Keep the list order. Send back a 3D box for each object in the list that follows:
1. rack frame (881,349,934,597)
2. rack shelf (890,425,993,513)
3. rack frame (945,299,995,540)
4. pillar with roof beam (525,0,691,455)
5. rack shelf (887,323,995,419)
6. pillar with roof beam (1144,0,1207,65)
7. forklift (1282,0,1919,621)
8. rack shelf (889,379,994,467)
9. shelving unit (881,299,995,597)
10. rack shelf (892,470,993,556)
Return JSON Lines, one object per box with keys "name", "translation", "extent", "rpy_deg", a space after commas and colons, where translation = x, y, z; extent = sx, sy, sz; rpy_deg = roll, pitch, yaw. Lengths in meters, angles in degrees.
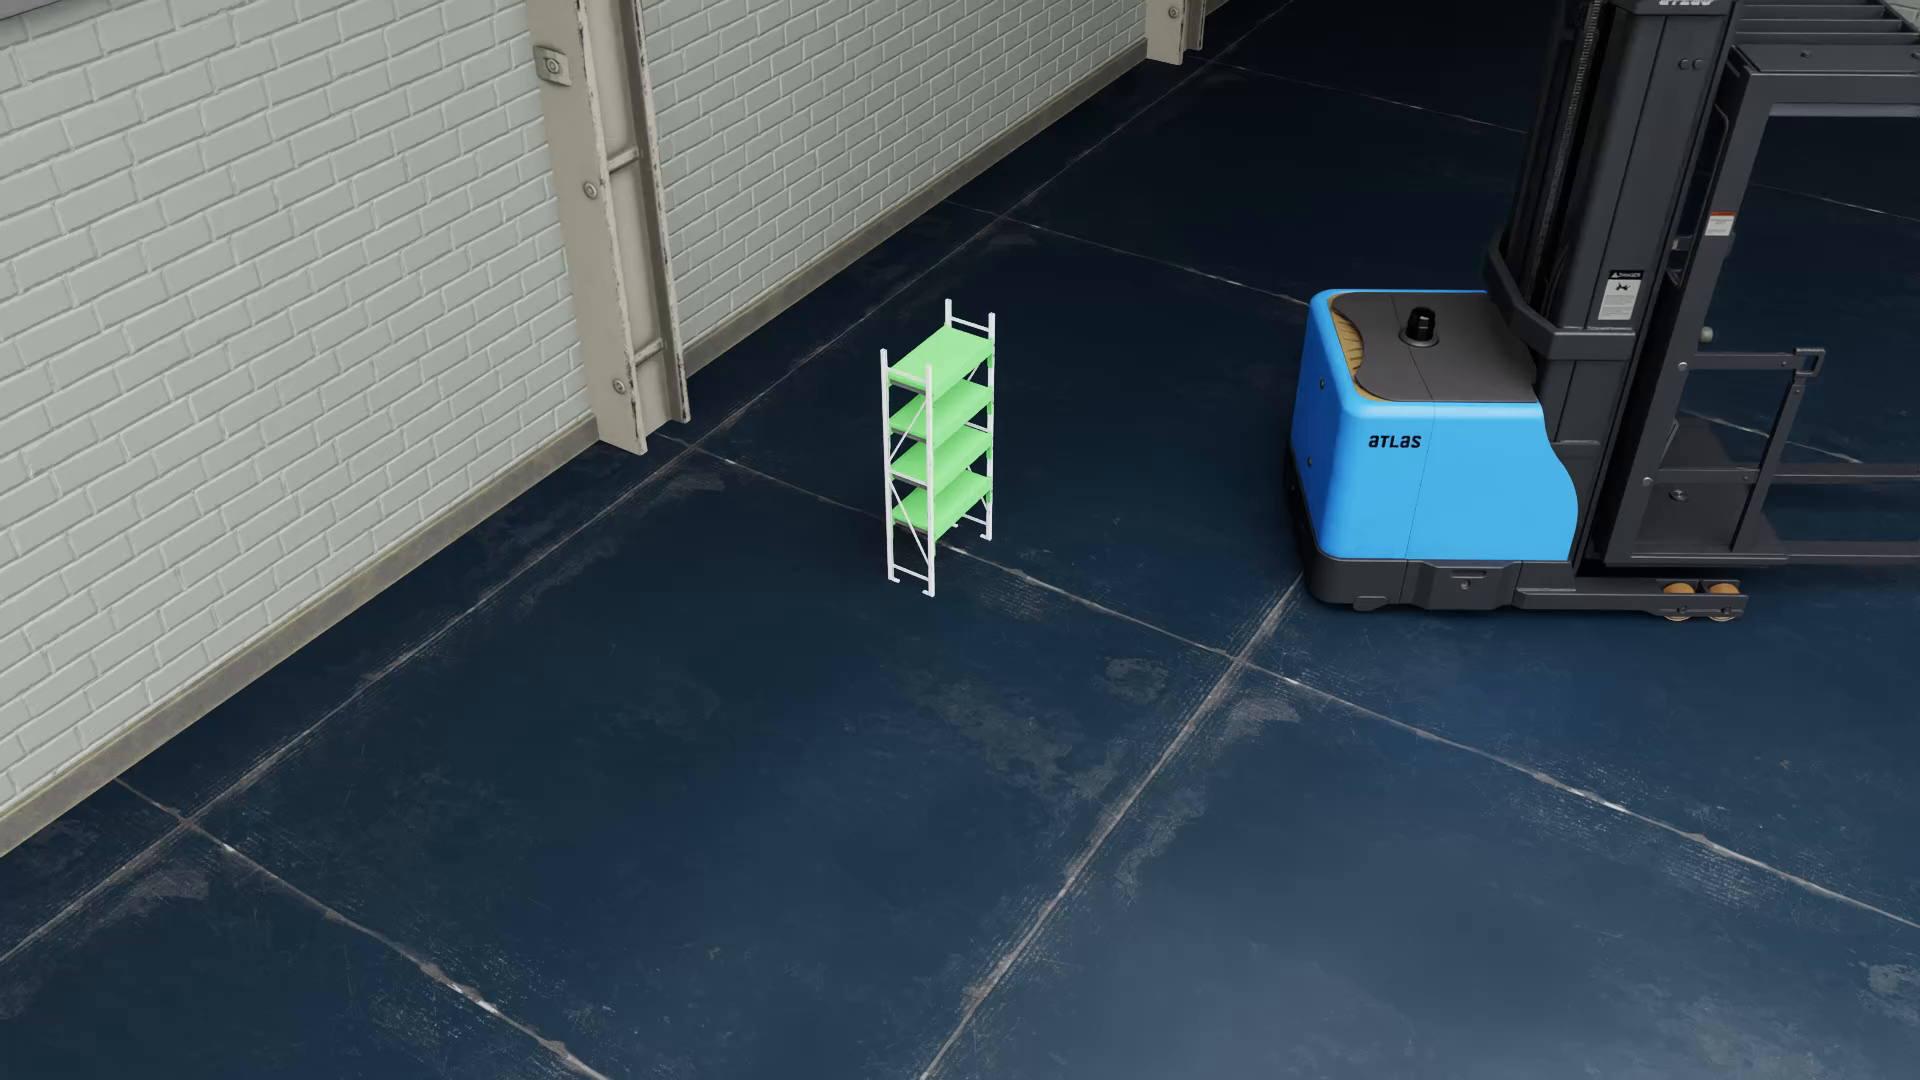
{"name": "rack frame", "translation": [-0.219, -0.264, 7.110], "extent": [0.240, 1.200, 0.015], "rpy_deg": [21, 42, 25]}
{"name": "rack shelf", "translation": [-0.089, -0.339, 7.312], "extent": [0.258, 0.148, 0.480], "rpy_deg": [21, 42, 25]}
{"name": "rack frame", "translation": [0.042, -0.516, 7.436], "extent": [0.240, 1.200, 0.015], "rpy_deg": [21, 42, 25]}
{"name": "pillar with roof beam", "translation": [2.018, -2.729, 3.919], "extent": [9.100, 9.000, 0.400], "rpy_deg": [21, 42, 25]}
{"name": "rack shelf", "translation": [-0.089, -0.719, 7.019], "extent": [0.258, 0.148, 0.480], "rpy_deg": [21, 42, 25]}
{"name": "pillar with roof beam", "translation": [5.233, -5.822, 7.932], "extent": [9.100, 9.000, 0.400], "rpy_deg": [21, 42, 25]}
{"name": "forklift", "translation": [3.061, -1.134, 6.821], "extent": [3.031, 2.935, 1.130], "rpy_deg": [0, 38, 1]}
{"name": "rack shelf", "translation": [-0.089, -0.529, 7.165], "extent": [0.258, 0.148, 0.480], "rpy_deg": [21, 42, 25]}
{"name": "shelving unit", "translation": [-0.089, -0.390, 7.273], "extent": [0.258, 1.200, 0.503], "rpy_deg": [21, 42, 25]}
{"name": "rack shelf", "translation": [-0.089, -0.149, 7.459], "extent": [0.258, 0.148, 0.480], "rpy_deg": [21, 42, 25]}
